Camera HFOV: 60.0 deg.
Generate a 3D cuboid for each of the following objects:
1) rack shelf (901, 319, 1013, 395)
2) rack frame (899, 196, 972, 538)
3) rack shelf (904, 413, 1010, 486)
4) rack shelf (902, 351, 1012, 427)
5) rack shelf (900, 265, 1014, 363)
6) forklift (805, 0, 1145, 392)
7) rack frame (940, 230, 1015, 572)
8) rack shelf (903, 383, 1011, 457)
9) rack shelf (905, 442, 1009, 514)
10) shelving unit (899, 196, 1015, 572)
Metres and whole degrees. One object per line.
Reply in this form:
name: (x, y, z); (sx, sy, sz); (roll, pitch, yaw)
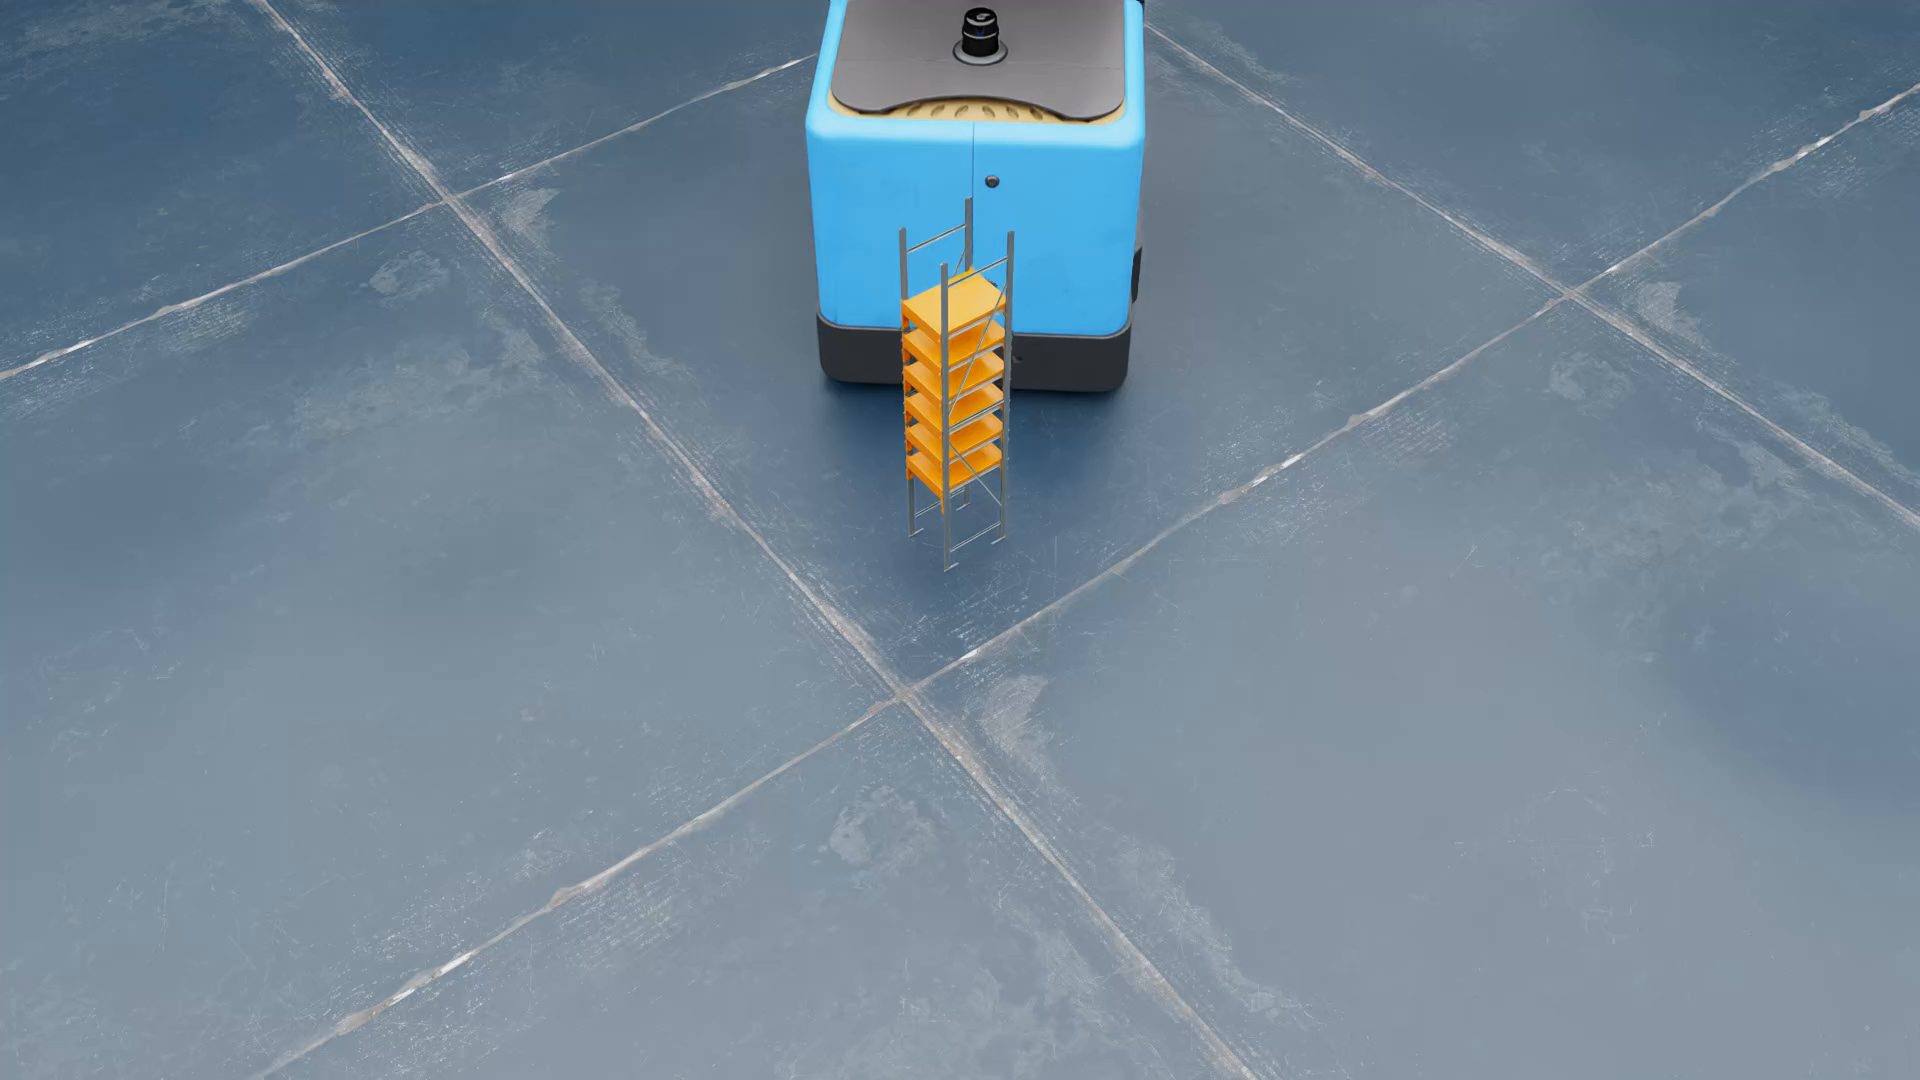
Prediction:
rack shelf: (-0.009, -0.543, 4.668); (0.258, 0.103, 0.180); (-29, 54, -24)
rack frame: (-0.064, -0.465, 4.862); (0.240, 1.200, 0.006); (-29, 54, -24)
rack shelf: (-0.009, -0.301, 4.935); (0.258, 0.103, 0.180); (-29, 54, -24)
rack shelf: (-0.009, -0.462, 4.757); (0.258, 0.103, 0.180); (-29, 54, -24)
rack shelf: (-0.009, -0.623, 4.579); (0.258, 0.103, 0.180); (-29, 54, -24)
forklift: (0.129, -2.572, 5.604); (1.130, 2.935, 3.031); (3, 48, 2)
rack frame: (0.047, -0.358, 4.764); (0.240, 1.200, 0.006); (-29, 54, -24)
rack shelf: (-0.009, -0.382, 4.846); (0.258, 0.103, 0.180); (-29, 54, -24)
rack shelf: (-0.009, -0.220, 5.024); (0.258, 0.103, 0.180); (-29, 54, -24)
shelving unit: (-0.009, -0.412, 4.813); (0.258, 1.200, 0.189); (-29, 54, -24)
